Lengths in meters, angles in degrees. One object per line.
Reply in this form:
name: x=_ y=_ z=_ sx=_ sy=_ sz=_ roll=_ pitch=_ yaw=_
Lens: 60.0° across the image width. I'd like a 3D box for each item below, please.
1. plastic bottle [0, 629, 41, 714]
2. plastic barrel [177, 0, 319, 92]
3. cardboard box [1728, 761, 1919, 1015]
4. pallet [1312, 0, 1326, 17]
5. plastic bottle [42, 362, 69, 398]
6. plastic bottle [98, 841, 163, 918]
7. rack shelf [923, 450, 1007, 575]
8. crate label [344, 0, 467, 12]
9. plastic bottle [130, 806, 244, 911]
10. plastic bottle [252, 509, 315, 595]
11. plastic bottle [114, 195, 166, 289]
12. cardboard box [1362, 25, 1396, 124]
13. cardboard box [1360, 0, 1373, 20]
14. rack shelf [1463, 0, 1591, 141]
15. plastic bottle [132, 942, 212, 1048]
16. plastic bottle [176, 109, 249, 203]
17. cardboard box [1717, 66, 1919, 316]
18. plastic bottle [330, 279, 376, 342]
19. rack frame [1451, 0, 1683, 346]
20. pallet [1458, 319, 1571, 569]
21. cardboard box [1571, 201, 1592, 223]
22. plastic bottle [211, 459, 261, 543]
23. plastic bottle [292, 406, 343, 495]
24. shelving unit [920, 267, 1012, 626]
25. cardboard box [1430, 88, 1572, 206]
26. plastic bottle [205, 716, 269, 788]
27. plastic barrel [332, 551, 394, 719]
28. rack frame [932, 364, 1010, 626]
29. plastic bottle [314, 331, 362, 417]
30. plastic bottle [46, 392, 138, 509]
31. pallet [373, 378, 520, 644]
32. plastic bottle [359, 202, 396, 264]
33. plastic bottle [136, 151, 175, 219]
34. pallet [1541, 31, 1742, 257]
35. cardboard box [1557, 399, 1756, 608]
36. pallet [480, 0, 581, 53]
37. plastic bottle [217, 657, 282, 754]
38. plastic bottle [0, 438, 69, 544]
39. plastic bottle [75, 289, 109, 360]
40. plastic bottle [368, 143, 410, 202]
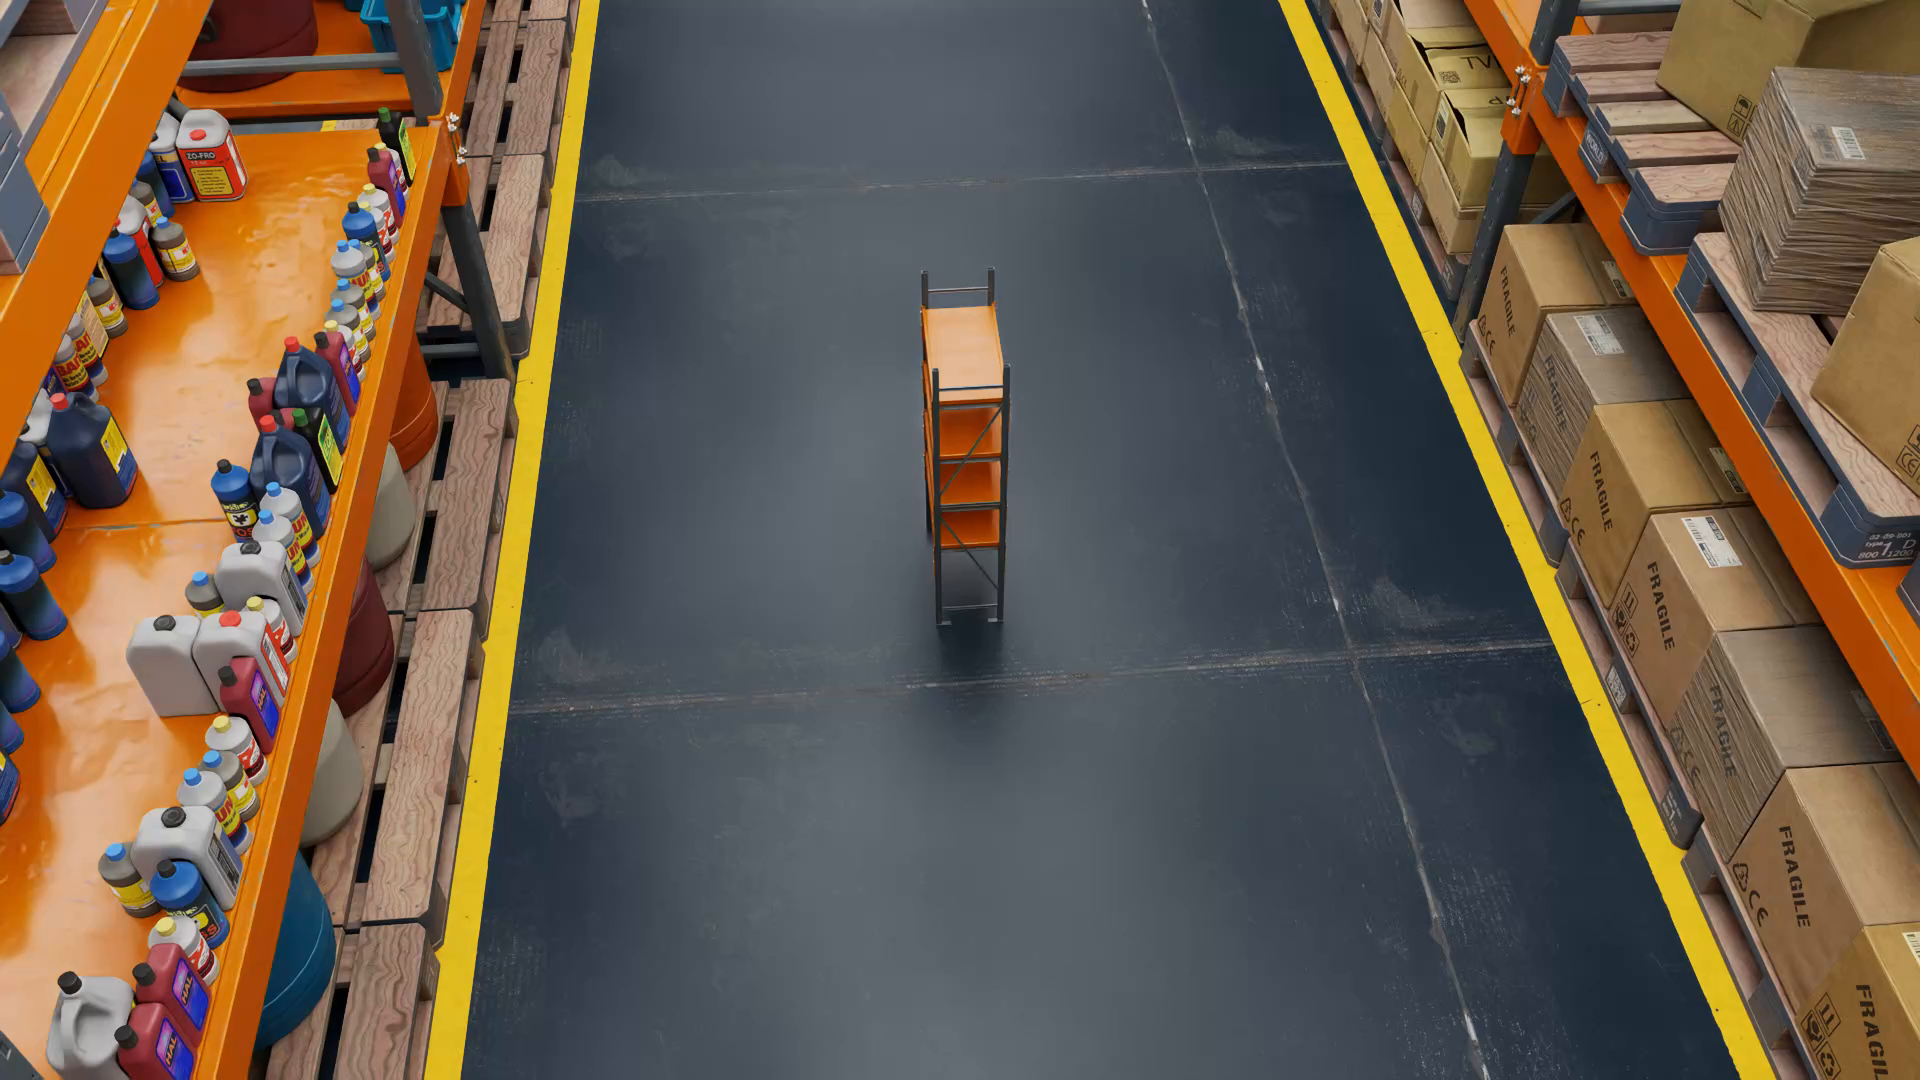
plastic bottle: x=-2.313 y=0.295 z=3.993 sx=0.097 sy=0.271 sz=0.097 roll=0 pitch=47 yaw=0
plastic barrel: x=-2.672 y=-1.994 z=5.979 sx=0.600 sy=0.536 sz=0.708 roll=-3 pitch=47 yaw=-3
cardboard box: x=2.580 y=0.976 z=4.678 sx=0.500 sy=0.500 sz=0.500 roll=-3 pitch=47 yaw=-3
pallet: x=2.371 y=-3.333 z=9.261 sx=1.003 sy=0.211 sz=1.213 roll=-3 pitch=47 yaw=-3
plastic bottle: x=-2.566 y=-0.418 z=4.661 sx=0.061 sy=0.283 sz=0.133 roll=-3 pitch=47 yaw=-3
plastic bottle: x=-1.809 y=0.731 z=3.629 sx=0.097 sy=0.201 sz=0.097 roll=0 pitch=47 yaw=0
rack shelf: x=0.014 y=-0.110 z=5.894 sx=0.258 sy=0.148 sz=0.480 roll=-3 pitch=47 yaw=-3
crate label: x=-2.145 y=-2.377 z=6.411 sx=0.502 sy=0.435 sz=0.616 roll=-3 pitch=47 yaw=-3
plastic bottle: x=-1.686 y=0.684 z=3.622 sx=0.152 sy=0.276 sz=0.135 roll=-3 pitch=47 yaw=-3
plastic bottle: x=-1.735 y=0.027 z=4.247 sx=0.097 sy=0.271 sz=0.097 roll=0 pitch=47 yaw=0
plastic bottle: x=-2.579 y=-0.920 z=5.141 sx=0.152 sy=0.276 sz=0.135 roll=-3 pitch=47 yaw=-3
cardboard box: x=2.232 y=-2.230 z=7.900 sx=0.500 sy=0.250 sz=0.500 roll=-3 pitch=47 yaw=-2
cardboard box: x=2.186 y=-2.788 z=8.043 sx=0.500 sy=0.311 sz=0.500 roll=-2 pitch=47 yaw=-2
rack shelf: x=2.437 y=-3.128 z=7.642 sx=1.077 sy=0.370 sz=4.000 roll=-3 pitch=47 yaw=-3
plastic bottle: x=-1.613 y=0.917 z=3.396 sx=0.061 sy=0.283 sz=0.133 roll=-3 pitch=47 yaw=-3
plastic bottle: x=-2.466 y=-1.264 z=5.466 sx=0.152 sy=0.276 sz=0.135 roll=-3 pitch=47 yaw=-3
cardboard box: x=2.656 y=-0.985 z=4.759 sx=0.700 sy=0.500 sz=0.500 roll=4 pitch=47 yaw=4
plastic bottle: x=-1.821 y=-0.691 z=4.975 sx=0.097 sy=0.201 sz=0.097 roll=0 pitch=47 yaw=0
rack frame: x=2.605 y=-1.928 z=6.010 sx=1.000 sy=3.000 sz=0.127 roll=-3 pitch=47 yaw=-3
pallet: x=2.630 y=-0.427 z=6.509 sx=1.003 sy=0.211 sz=1.213 roll=-3 pitch=47 yaw=-3
cardboard box: x=2.854 y=-1.524 z=7.232 sx=0.500 sy=0.250 sz=0.500 roll=-4 pitch=47 yaw=-3
plastic bottle: x=-1.895 y=-0.105 z=4.372 sx=0.097 sy=0.271 sz=0.097 roll=0 pitch=47 yaw=0
plastic bottle: x=-1.750 y=-0.266 z=4.516 sx=0.061 sy=0.283 sz=0.133 roll=-3 pitch=47 yaw=-3
shelving unit: x=0.014 y=-0.293 z=5.701 sx=0.258 sy=1.200 sz=0.503 roll=-3 pitch=47 yaw=-3
cardboard box: x=2.316 y=-1.684 z=6.997 sx=0.500 sy=0.311 sz=0.500 roll=-2 pitch=47 yaw=-2
plastic bottle: x=-1.685 y=0.483 z=3.863 sx=0.097 sy=0.201 sz=0.097 roll=0 pitch=47 yaw=0
plastic barrel: x=-2.179 y=0.225 z=5.343 sx=0.600 sy=0.588 sz=0.708 roll=-3 pitch=47 yaw=-3
rack frame: x=0.034 y=-0.116 z=5.534 sx=0.240 sy=1.200 sz=0.015 roll=-3 pitch=47 yaw=-3
plastic bottle: x=-1.777 y=-0.496 z=4.734 sx=0.061 sy=0.283 sz=0.133 roll=-3 pitch=47 yaw=-3
plastic bottle: x=-2.352 y=-0.268 z=4.471 sx=0.144 sy=0.351 sz=0.185 roll=-3 pitch=47 yaw=-3
pallet: x=-2.224 y=-0.103 z=6.202 sx=1.003 sy=0.211 sz=1.213 roll=-3 pitch=47 yaw=-3
plastic bottle: x=-1.854 y=-0.973 z=5.242 sx=0.097 sy=0.201 sz=0.097 roll=0 pitch=47 yaw=0
plastic bottle: x=-2.635 y=-1.167 z=5.378 sx=0.097 sy=0.271 sz=0.097 roll=0 pitch=47 yaw=0
pallet: x=2.732 y=-1.376 z=5.620 sx=1.213 sy=0.211 sz=1.003 roll=-3 pitch=47 yaw=-3
cardboard box: x=2.445 y=-0.132 z=5.727 sx=0.500 sy=0.500 sz=0.500 roll=-4 pitch=47 yaw=-4
pallet: x=-2.562 y=-2.999 z=8.945 sx=1.003 sy=0.211 sz=1.213 roll=-3 pitch=47 yaw=-3
plastic bottle: x=-1.677 y=0.370 z=3.914 sx=0.061 sy=0.283 sz=0.133 roll=-3 pitch=47 yaw=-3
plastic bottle: x=-2.492 y=-0.161 z=4.371 sx=0.144 sy=0.351 sz=0.185 roll=-3 pitch=47 yaw=-3
plastic bottle: x=-2.594 y=-0.656 z=4.885 sx=0.061 sy=0.283 sz=0.133 roll=-3 pitch=47 yaw=-3
plastic bottle: x=-1.881 y=-1.210 z=5.467 sx=0.097 sy=0.201 sz=0.097 roll=0 pitch=47 yaw=0
